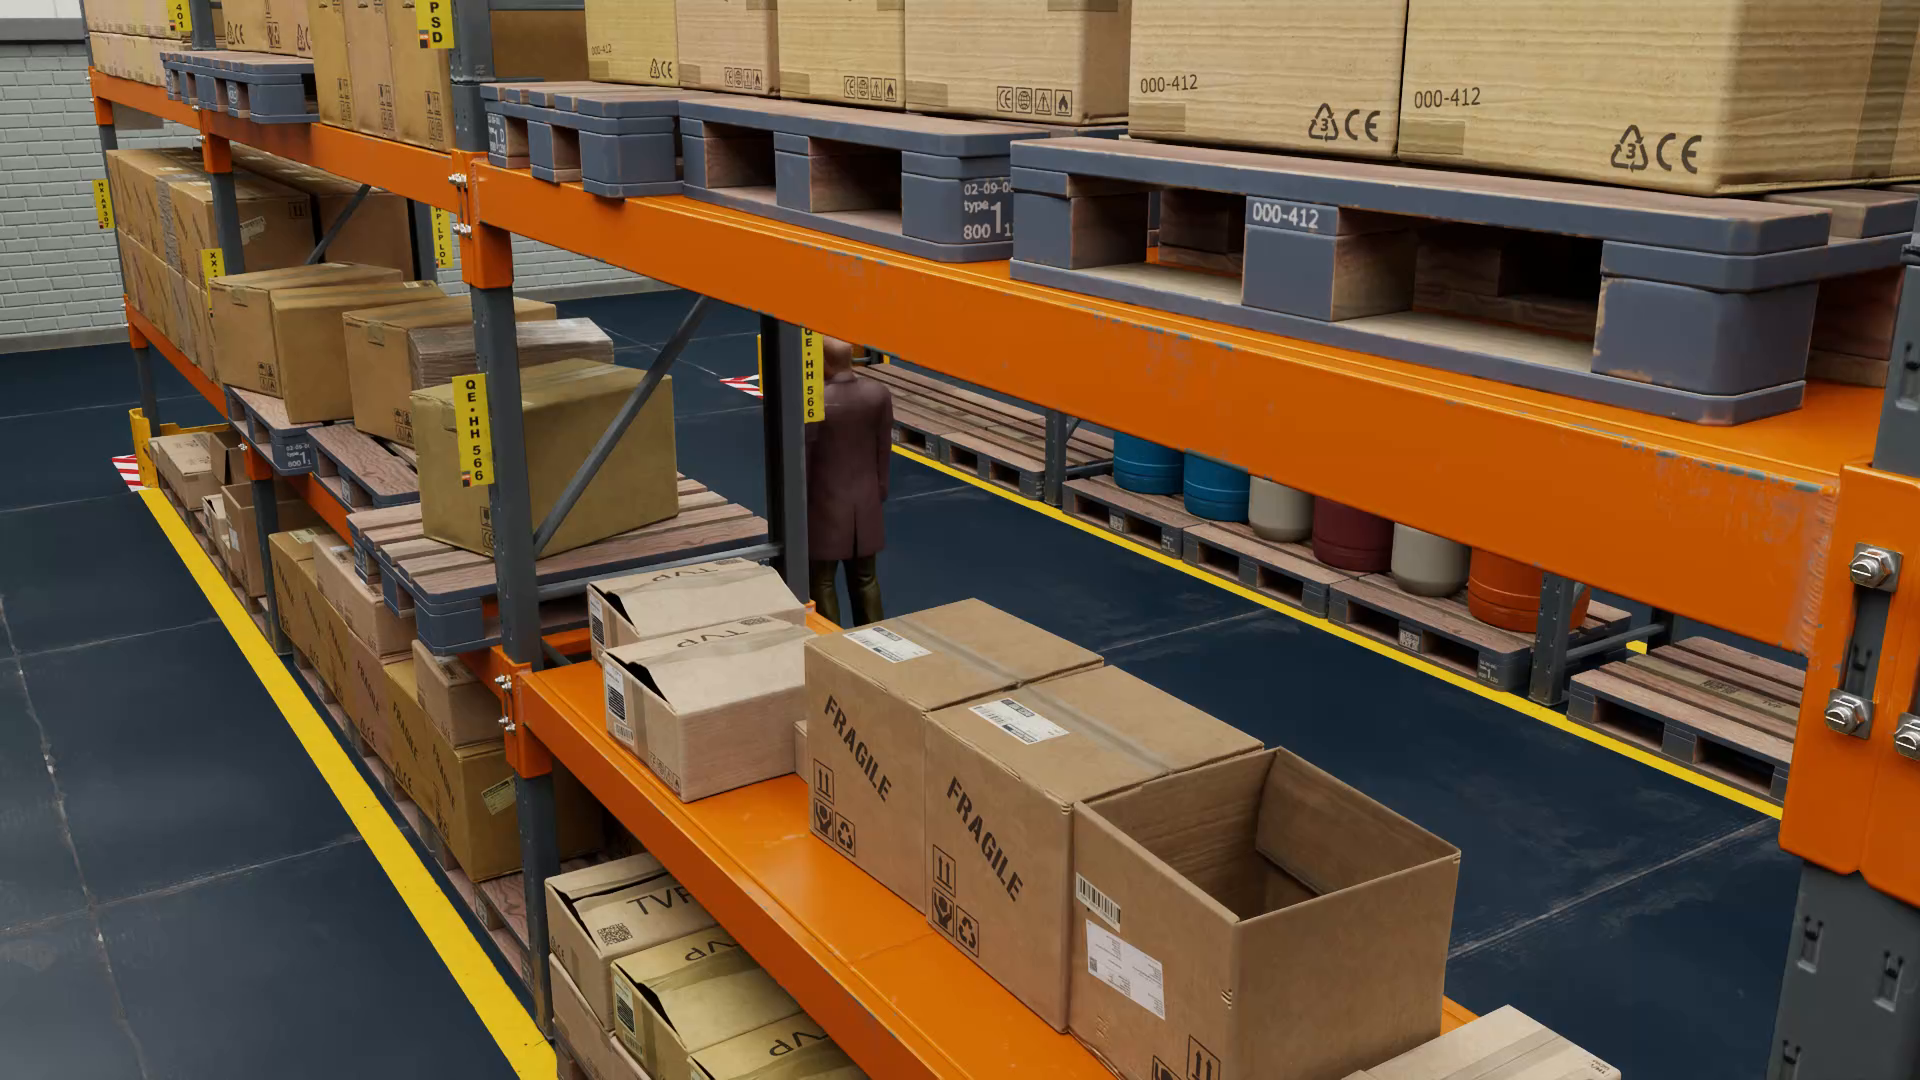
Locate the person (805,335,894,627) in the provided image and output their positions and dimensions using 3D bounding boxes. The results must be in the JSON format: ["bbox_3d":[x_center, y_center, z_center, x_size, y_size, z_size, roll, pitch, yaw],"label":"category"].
[{"bbox_3d":[-0.604,-0.156,8.079,0.562,1.773,0.377,-11,21,-30],"label":"person"}]
